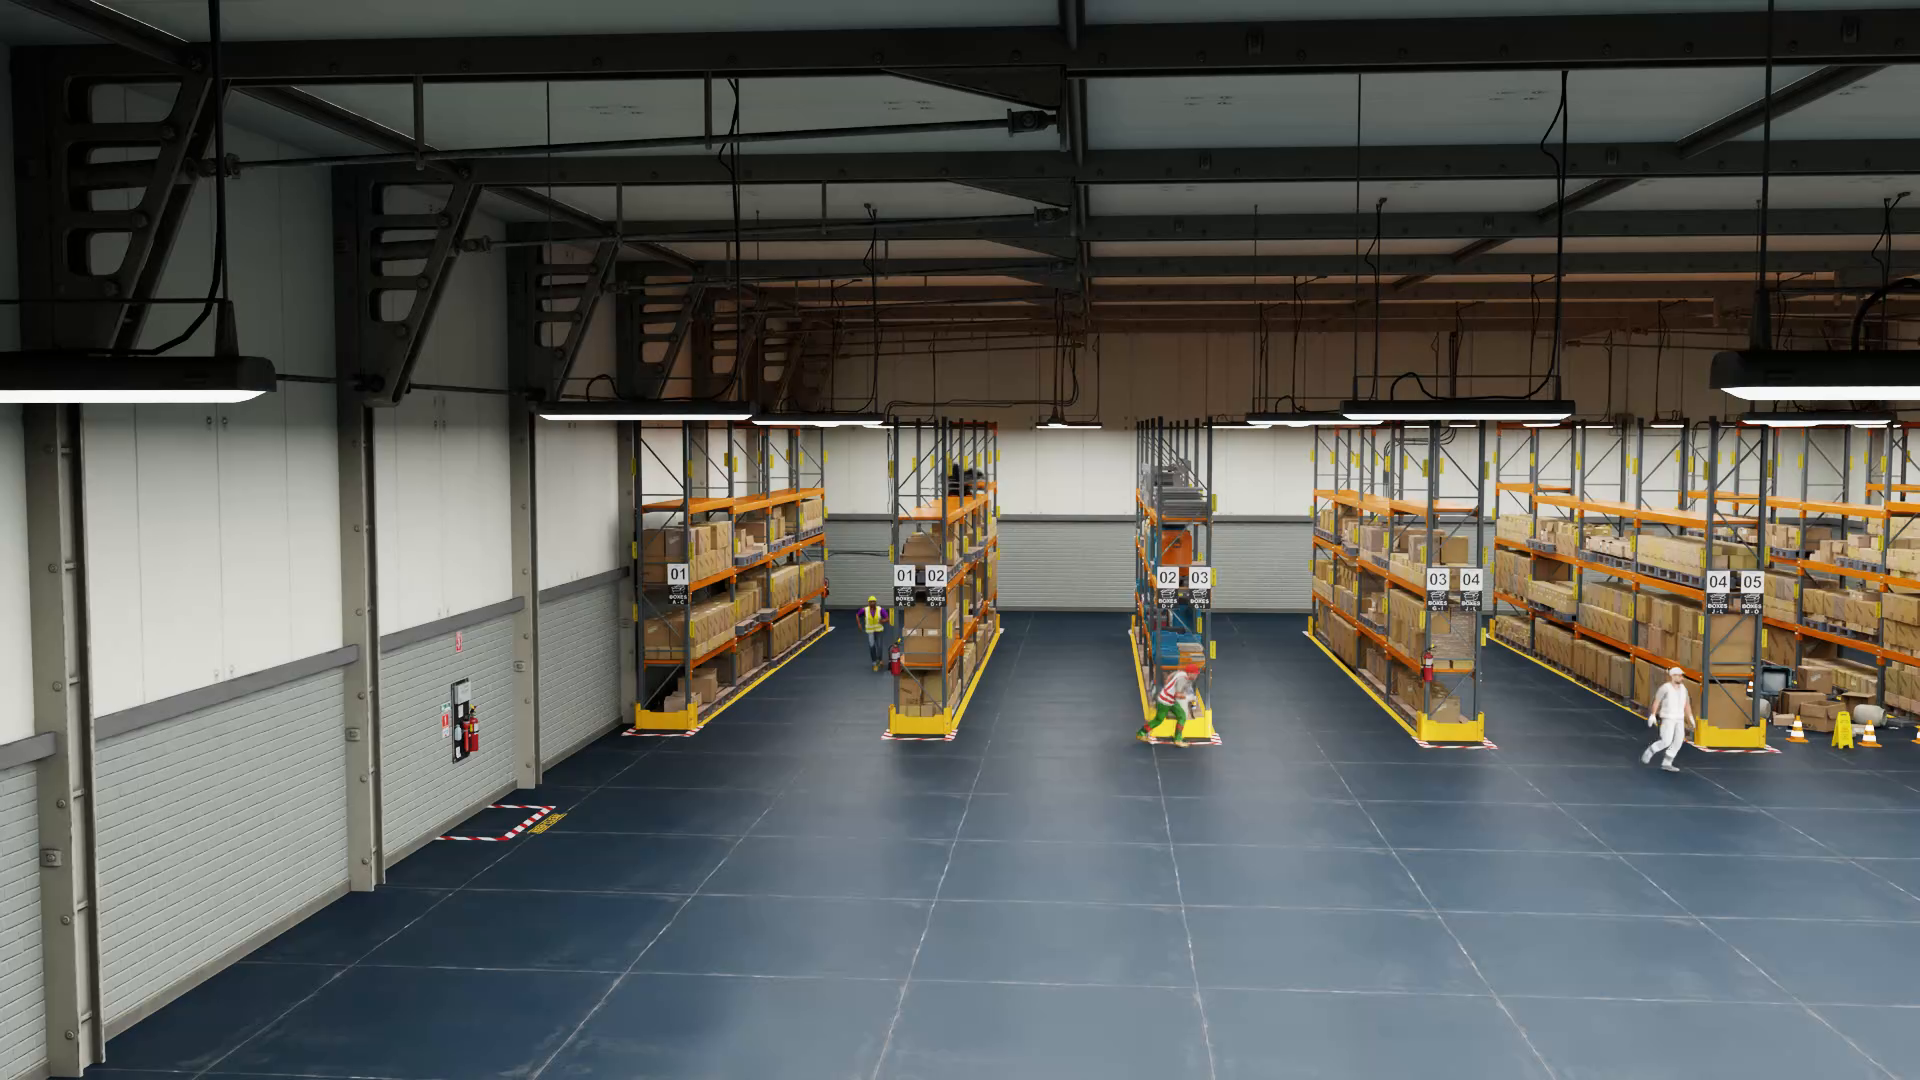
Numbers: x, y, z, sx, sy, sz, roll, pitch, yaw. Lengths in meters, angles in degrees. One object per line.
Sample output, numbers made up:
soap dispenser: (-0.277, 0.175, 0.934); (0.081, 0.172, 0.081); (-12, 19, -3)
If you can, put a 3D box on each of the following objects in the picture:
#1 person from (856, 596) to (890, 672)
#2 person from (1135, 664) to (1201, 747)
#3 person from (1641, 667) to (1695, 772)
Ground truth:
person: (-2.088, 2.247, 39.986); (0.806, 1.825, 0.722); (0, 4, -5)
person: (3.761, 2.996, 30.158); (1.199, 1.546, 0.676); (1, 4, 14)
person: (11.929, 3.015, 28.038); (0.757, 1.743, 0.592); (-1, 4, -18)
